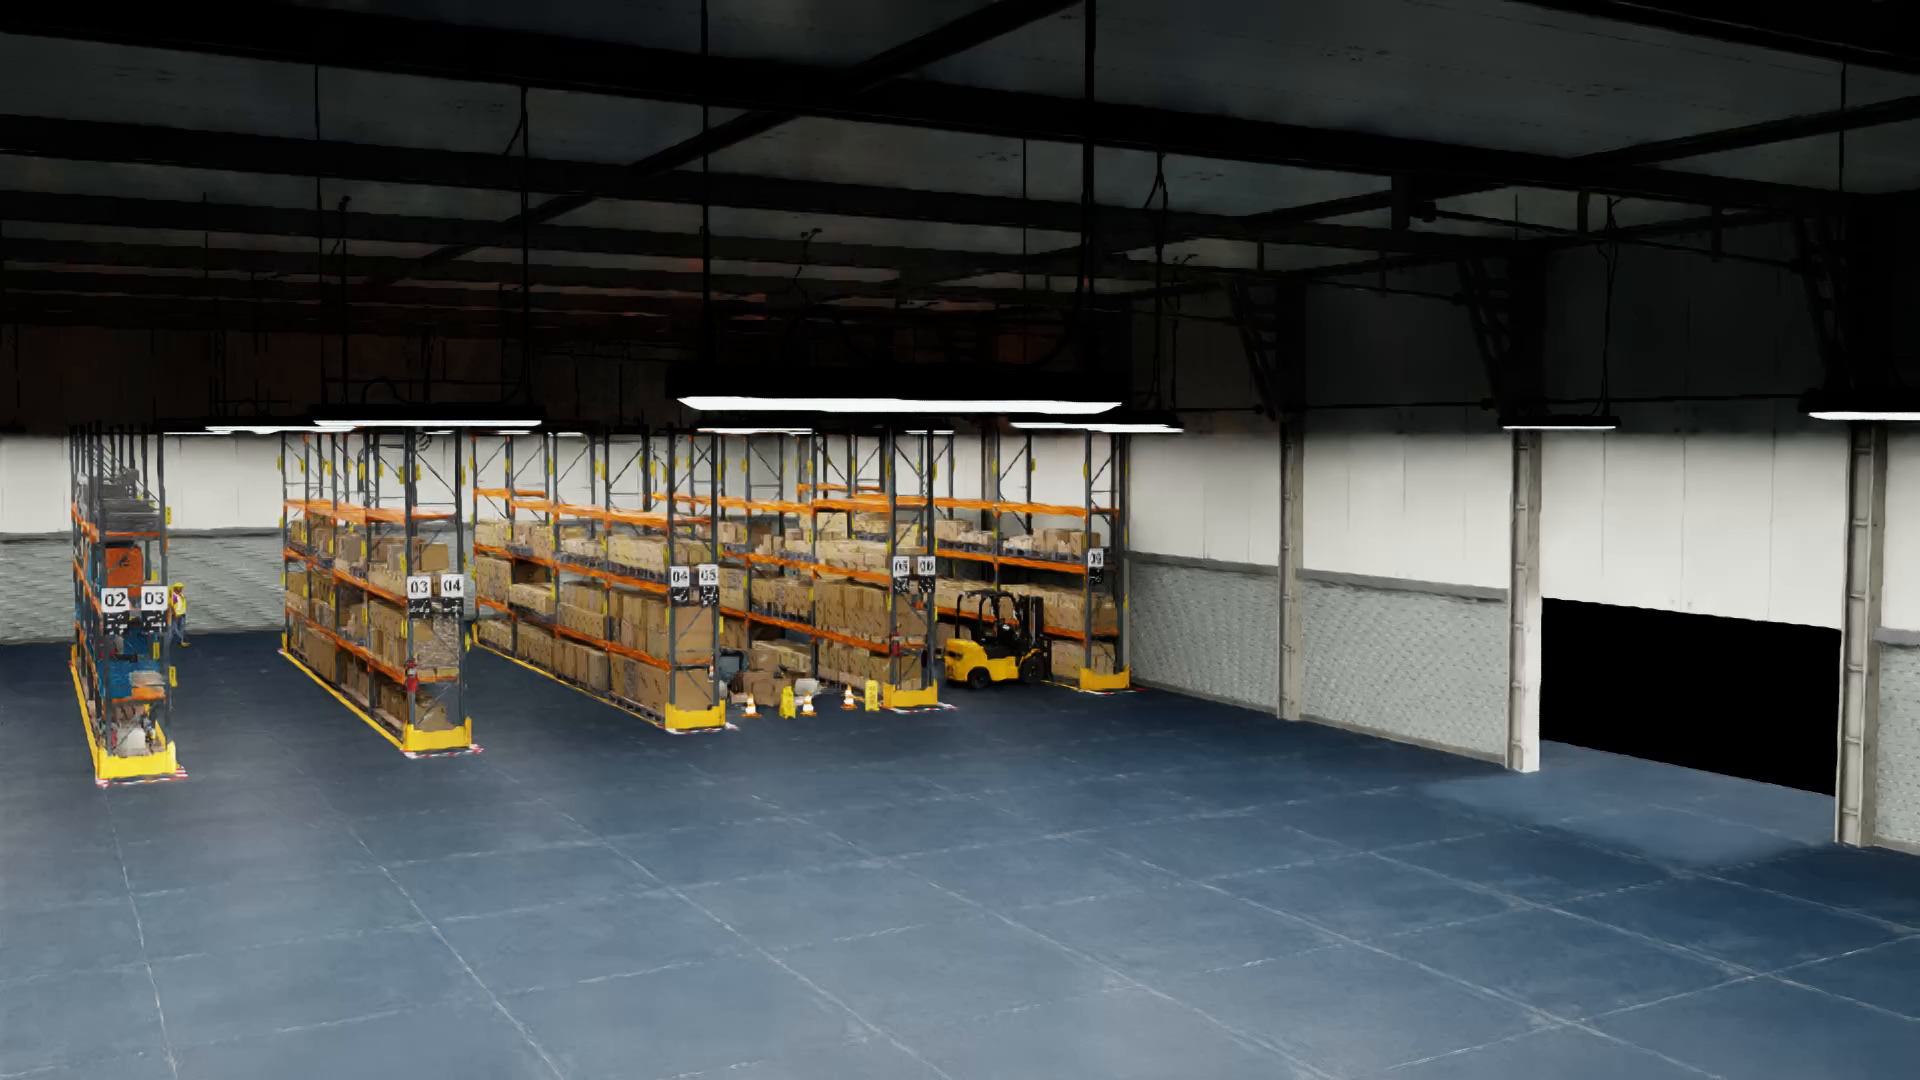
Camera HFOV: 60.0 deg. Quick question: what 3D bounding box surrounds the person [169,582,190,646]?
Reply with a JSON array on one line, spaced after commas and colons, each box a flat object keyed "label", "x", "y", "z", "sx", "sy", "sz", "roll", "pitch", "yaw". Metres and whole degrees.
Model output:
[{"label": "person", "x": -21.423, "y": 2.041, "z": 45.390, "sx": 0.465, "sy": 1.766, "sz": 0.708, "roll": 1, "pitch": 4, "yaw": 8}]

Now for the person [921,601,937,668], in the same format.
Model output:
[{"label": "person", "x": -0.857, "y": 2.339, "z": 41.302, "sx": 0.550, "sy": 1.642, "sz": 0.583, "roll": 0, "pitch": 4, "yaw": -2}]

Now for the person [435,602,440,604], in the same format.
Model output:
[{"label": "person", "x": -15.603, "y": 1.844, "z": 49.143, "sx": 0.533, "sy": 1.657, "sz": 1.040, "roll": -1, "pitch": 4, "yaw": -21}]
